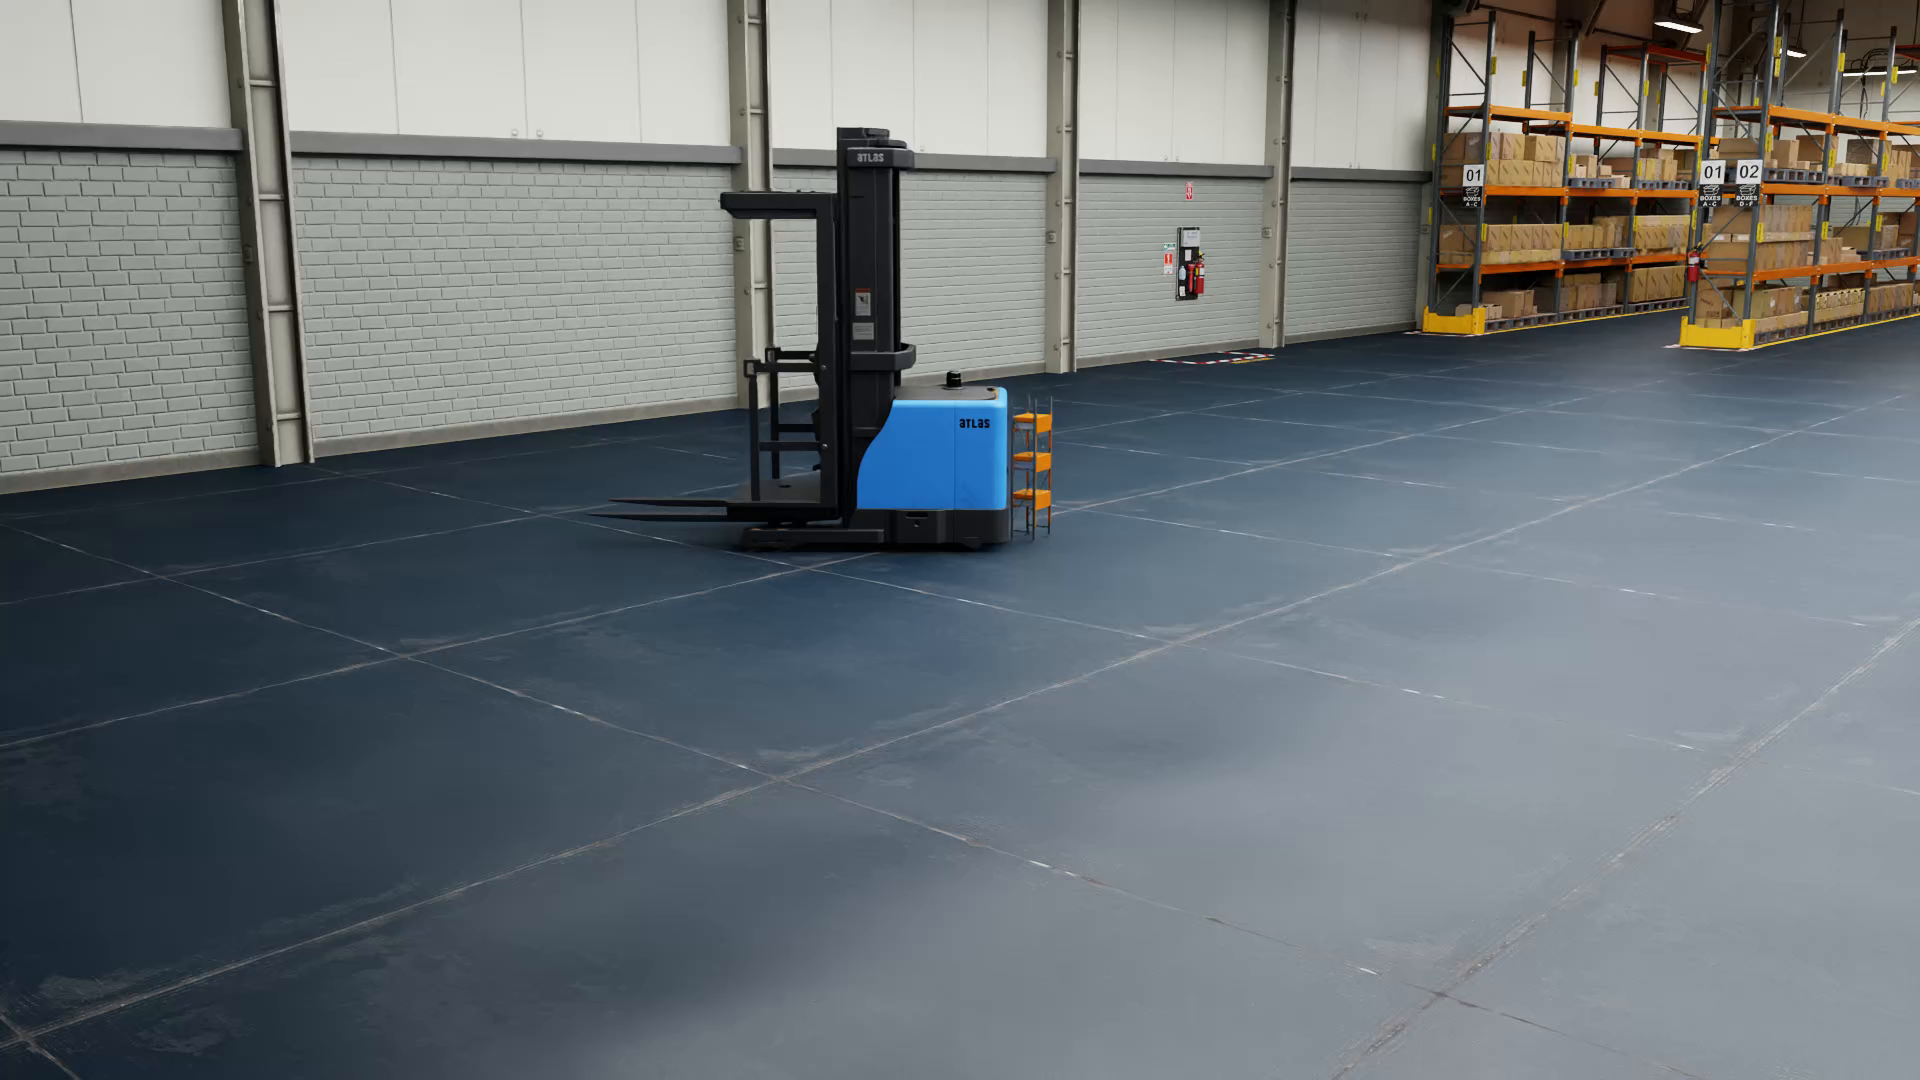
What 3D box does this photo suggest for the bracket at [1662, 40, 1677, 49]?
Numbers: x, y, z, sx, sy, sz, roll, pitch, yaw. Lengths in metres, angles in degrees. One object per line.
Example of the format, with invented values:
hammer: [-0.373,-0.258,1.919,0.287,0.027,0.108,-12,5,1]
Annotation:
bracket: [17.326,-12.104,40.647,0.235,0.232,0.430,10,15,40]

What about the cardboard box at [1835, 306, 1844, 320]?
cardboard box: [17.431,-4.583,33.448,0.500,0.250,0.500,10,15,41]

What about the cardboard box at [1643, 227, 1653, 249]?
cardboard box: [15.746,-7.019,38.632,0.500,0.500,0.500,10,15,42]

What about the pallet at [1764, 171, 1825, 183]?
pallet: [15.420,-6.771,31.020,1.003,0.211,1.213,10,15,40]

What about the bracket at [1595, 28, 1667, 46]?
bracket: [15.614,-11.722,38.737,0.076,0.066,4.783,10,15,40]

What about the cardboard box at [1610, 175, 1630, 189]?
cardboard box: [14.608,-7.997,37.108,0.500,0.311,0.500,10,15,40]

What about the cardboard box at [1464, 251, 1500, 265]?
cardboard box: [10.161,-5.491,32.374,0.500,0.250,0.500,9,15,39]

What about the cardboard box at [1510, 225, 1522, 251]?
cardboard box: [10.820,-6.006,33.038,0.500,0.500,0.500,9,14,39]

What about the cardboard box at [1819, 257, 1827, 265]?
cardboard box: [16.702,-5.453,32.495,0.380,0.149,0.250,10,15,40]

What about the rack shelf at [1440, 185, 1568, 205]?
rack shelf: [10.920,-6.936,33.458,1.077,0.370,4.000,10,15,40]

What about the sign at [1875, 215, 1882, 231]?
sign: [19.023,-6.557,34.426,0.100,0.325,0.005,10,15,40]

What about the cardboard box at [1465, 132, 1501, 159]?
cardboard box: [10.037,-7.569,31.931,0.500,0.500,0.500,8,14,36]

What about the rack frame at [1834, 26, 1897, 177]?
rack frame: [18.604,-9.003,34.309,1.000,3.000,0.127,10,15,40]

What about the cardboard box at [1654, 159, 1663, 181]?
cardboard box: [16.160,-8.754,39.344,0.700,0.500,0.500,10,15,40]

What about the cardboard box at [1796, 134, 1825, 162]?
cardboard box: [16.401,-7.529,31.985,0.500,0.500,0.500,10,15,41]

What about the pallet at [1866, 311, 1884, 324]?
pallet: [19.126,-4.798,35.695,1.003,0.211,1.213,10,15,40]

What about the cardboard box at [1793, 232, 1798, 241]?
cardboard box: [15.272,-5.622,30.790,0.380,0.149,0.250,10,15,40]

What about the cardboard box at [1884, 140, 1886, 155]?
cardboard box: [19.234,-8.209,35.188,0.500,0.500,0.500,10,15,40]

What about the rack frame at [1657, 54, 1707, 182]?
rack frame: [17.521,-10.231,40.459,1.000,3.000,0.127,10,15,40]

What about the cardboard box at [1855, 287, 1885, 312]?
cardboard box: [19.461,-5.158,35.638,0.500,0.500,0.500,9,14,38]

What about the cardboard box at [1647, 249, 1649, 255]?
cardboard box: [15.922,-6.762,38.999,0.380,0.149,0.250,10,15,42]

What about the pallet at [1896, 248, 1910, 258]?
pallet: [20.635,-6.452,37.344,1.003,0.211,1.213,10,15,40]

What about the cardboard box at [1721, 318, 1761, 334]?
cardboard box: [13.844,-3.791,29.483,0.500,0.250,0.500,10,15,40]

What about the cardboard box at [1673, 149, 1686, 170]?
cardboard box: [17.807,-9.442,41.309,0.500,0.500,0.500,10,15,40]

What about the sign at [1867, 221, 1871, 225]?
sign: [20.832,-7.143,38.104,0.100,0.325,0.005,10,15,40]

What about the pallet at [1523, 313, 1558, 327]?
pallet: [11.824,-4.641,34.910,1.003,0.211,1.213,10,15,40]

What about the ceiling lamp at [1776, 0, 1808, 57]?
ceiling lamp: [19.078,-12.608,37.457,0.800,3.185,2.000,10,15,40]

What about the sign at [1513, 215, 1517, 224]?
sign: [11.821,-6.751,35.397,0.100,0.325,0.005,10,15,40]

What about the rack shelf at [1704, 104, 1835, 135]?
rack shelf: [14.644,-7.571,29.999,1.077,0.370,4.000,10,15,40]

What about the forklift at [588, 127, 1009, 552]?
forklift: [-1.161,-1.457,12.021,3.031,2.935,1.130,0,11,2]

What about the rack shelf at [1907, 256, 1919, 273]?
rack shelf: [22.565,-6.591,39.387,1.077,0.370,4.000,10,15,40]

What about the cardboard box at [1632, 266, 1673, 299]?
cardboard box: [16.605,-6.197,39.997,0.750,0.750,0.750,10,15,42]

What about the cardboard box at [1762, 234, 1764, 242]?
cardboard box: [13.916,-5.320,29.276,0.380,0.149,0.250,9,15,39]

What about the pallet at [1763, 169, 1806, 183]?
pallet: [14.615,-6.592,30.125,1.003,0.211,1.213,10,15,40]

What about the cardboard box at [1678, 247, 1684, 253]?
cardboard box: [17.362,-7.049,40.436,0.380,0.149,0.250,10,15,41]

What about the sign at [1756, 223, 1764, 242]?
sign: [13.736,-5.274,28.548,0.100,0.325,0.005,10,15,40]

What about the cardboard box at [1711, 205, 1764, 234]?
cardboard box: [13.676,-5.644,29.241,0.700,0.500,0.500,10,15,41]

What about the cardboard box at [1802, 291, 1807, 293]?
cardboard box: [16.686,-4.852,33.361,0.500,0.311,0.500,10,15,40]

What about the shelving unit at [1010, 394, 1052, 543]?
shelving unit: [0.521,-0.526,12.163,0.215,1.050,0.252,6,13,29]

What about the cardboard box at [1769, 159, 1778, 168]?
cardboard box: [14.232,-6.656,29.432,0.380,0.149,0.250,10,15,40]

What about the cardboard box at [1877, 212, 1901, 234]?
cardboard box: [21.384,-7.296,38.276,0.500,0.500,0.500,10,15,41]

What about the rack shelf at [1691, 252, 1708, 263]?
rack shelf: [18.841,-7.231,42.591,1.077,0.370,4.000,10,15,40]

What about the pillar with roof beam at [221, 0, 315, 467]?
pillar with roof beam: [-3.197,-4.593,12.230,9.100,9.000,0.400,10,15,40]

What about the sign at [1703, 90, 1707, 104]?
sign: [17.937,-10.659,40.018,0.100,0.325,0.005,10,15,40]

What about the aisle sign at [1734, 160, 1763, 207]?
aisle sign: [13.510,-6.109,28.502,0.394,0.787,0.004,10,15,40]

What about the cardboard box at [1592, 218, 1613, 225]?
cardboard box: [14.474,-7.180,37.464,0.380,0.149,0.250,7,13,31]

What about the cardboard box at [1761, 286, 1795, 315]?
cardboard box: [15.156,-4.455,30.890,0.500,0.500,0.500,10,15,40]

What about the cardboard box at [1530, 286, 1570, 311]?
cardboard box: [12.714,-5.212,35.909,0.700,0.500,0.500,10,15,42]

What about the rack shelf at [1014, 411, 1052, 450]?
rack shelf: [0.521,-0.794,12.110,0.215,0.259,0.240,6,13,29]

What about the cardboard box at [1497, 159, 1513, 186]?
cardboard box: [10.390,-7.145,32.359,0.500,0.500,0.500,-11,16,-44]

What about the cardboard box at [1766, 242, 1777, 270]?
cardboard box: [14.316,-5.150,30.082,0.700,0.500,0.500,10,15,41]
